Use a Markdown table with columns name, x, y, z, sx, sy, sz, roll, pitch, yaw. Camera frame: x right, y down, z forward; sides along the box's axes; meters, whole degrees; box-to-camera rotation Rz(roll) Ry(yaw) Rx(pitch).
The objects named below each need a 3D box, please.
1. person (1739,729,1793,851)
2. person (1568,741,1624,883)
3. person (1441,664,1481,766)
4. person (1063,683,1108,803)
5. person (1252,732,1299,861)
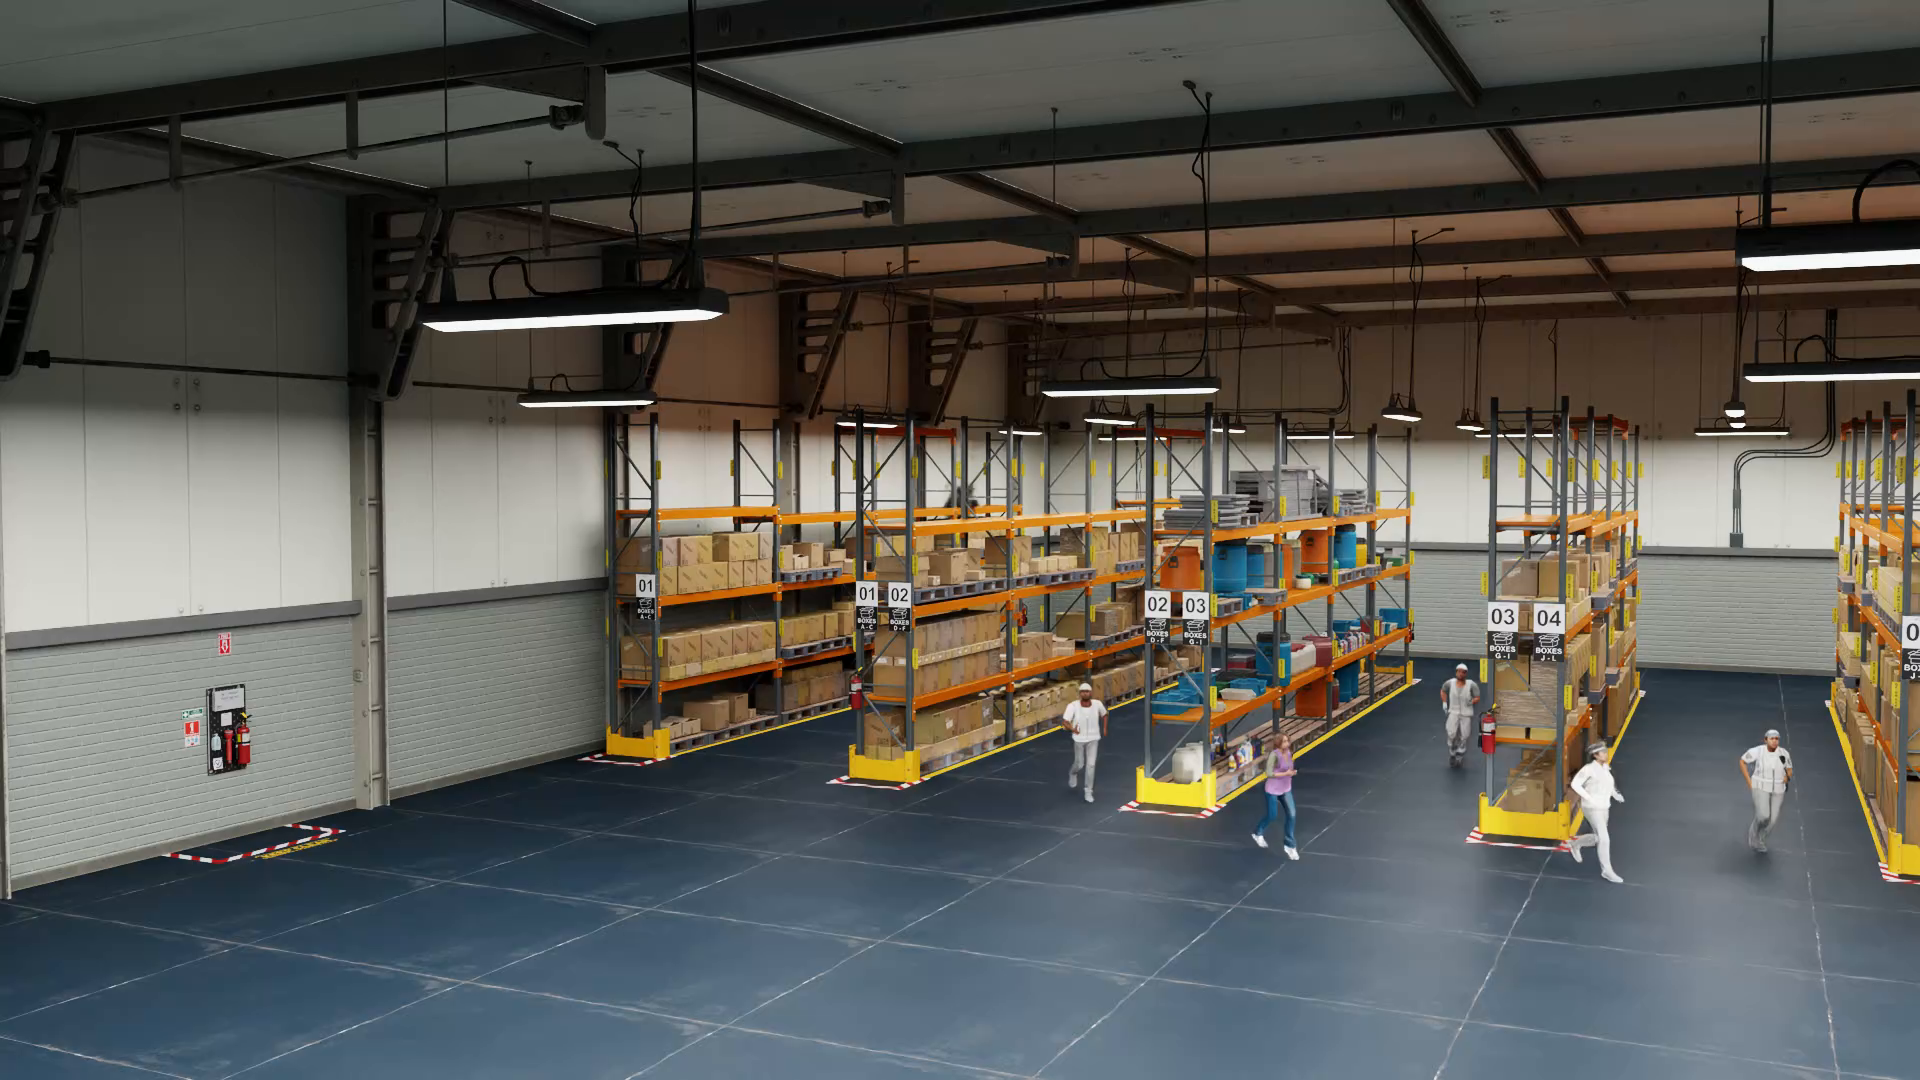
| name | x | y | z | sx | sy | sz | roll | pitch | yaw |
| --- | --- | --- | --- | --- | --- | --- | --- | --- | --- |
| person | 10.535 | 3.272 | 21.669 | 0.595 | 1.622 | 0.601 | 0 | 2 | 5 |
| person | 7.797 | 3.305 | 20.484 | 0.625 | 1.698 | 0.845 | -2 | 3 | -35 |
| person | 8.381 | 2.937 | 27.865 | 0.650 | 1.736 | 0.690 | 1 | 3 | 18 |
| person | 1.920 | 3.047 | 25.430 | 0.710 | 1.744 | 0.925 | 0 | 2 | -3 |
| person | 4.092 | 3.255 | 21.577 | 0.527 | 1.528 | 0.810 | -1 | 3 | -32 |
